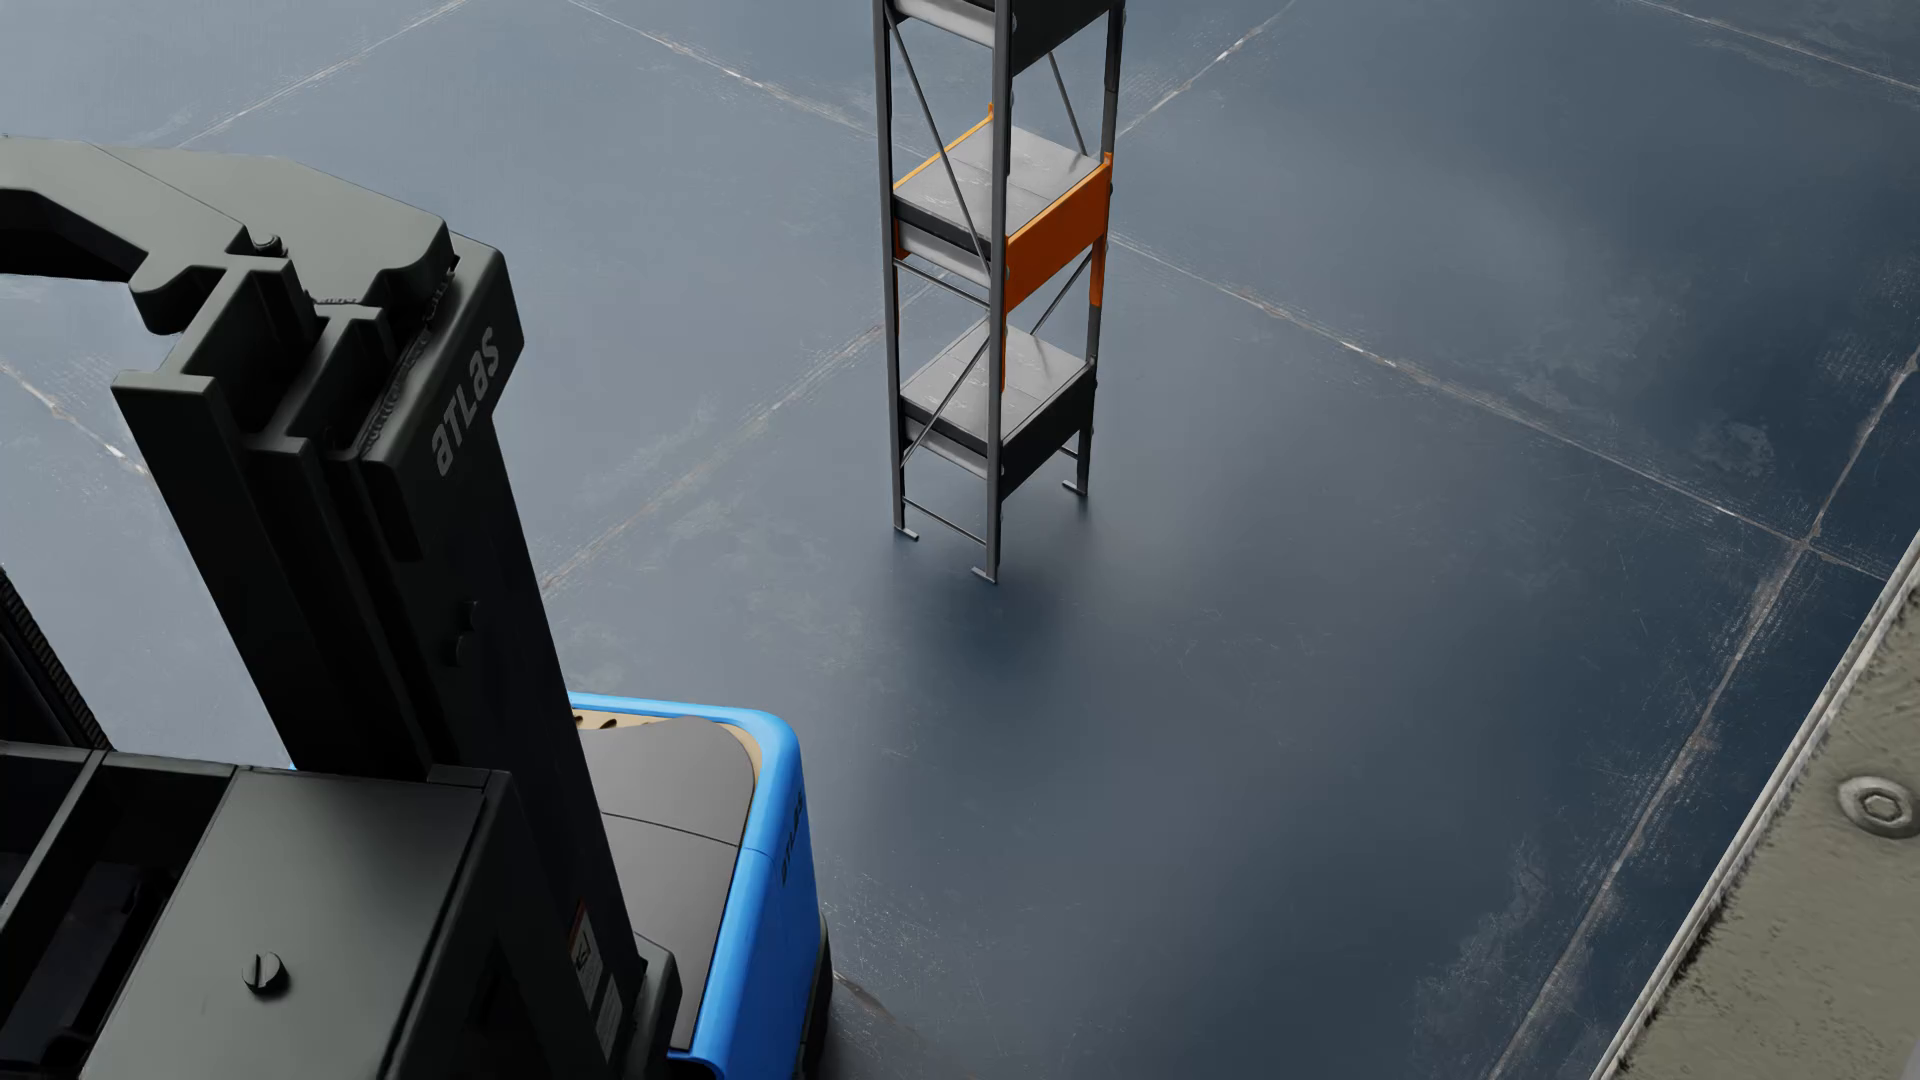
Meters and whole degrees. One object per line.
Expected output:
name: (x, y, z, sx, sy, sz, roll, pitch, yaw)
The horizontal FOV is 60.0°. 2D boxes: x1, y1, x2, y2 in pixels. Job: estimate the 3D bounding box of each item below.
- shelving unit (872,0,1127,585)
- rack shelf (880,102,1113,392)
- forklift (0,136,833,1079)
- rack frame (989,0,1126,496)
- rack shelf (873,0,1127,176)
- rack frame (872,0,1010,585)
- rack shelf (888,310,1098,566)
shelving unit: (0.101, -0.820, 4.581, 0.431, 2.100, 0.503, 29, 53, 25)
rack shelf: (0.101, -0.811, 4.591, 0.431, 0.518, 0.480, 29, 53, 25)
forklift: (-1.004, 1.104, 2.168, 1.130, 2.935, 3.031, 5, 47, 5)
rack frame: (0.250, -0.960, 4.715, 0.400, 2.100, 0.015, 29, 53, 25)
rack shelf: (0.101, -1.294, 4.085, 0.431, 0.518, 0.480, 29, 53, 25)
rack frame: (-0.048, -0.680, 4.448, 0.400, 2.100, 0.015, 29, 53, 25)
rack shelf: (0.101, -0.327, 5.097, 0.431, 0.518, 0.480, 29, 53, 25)
